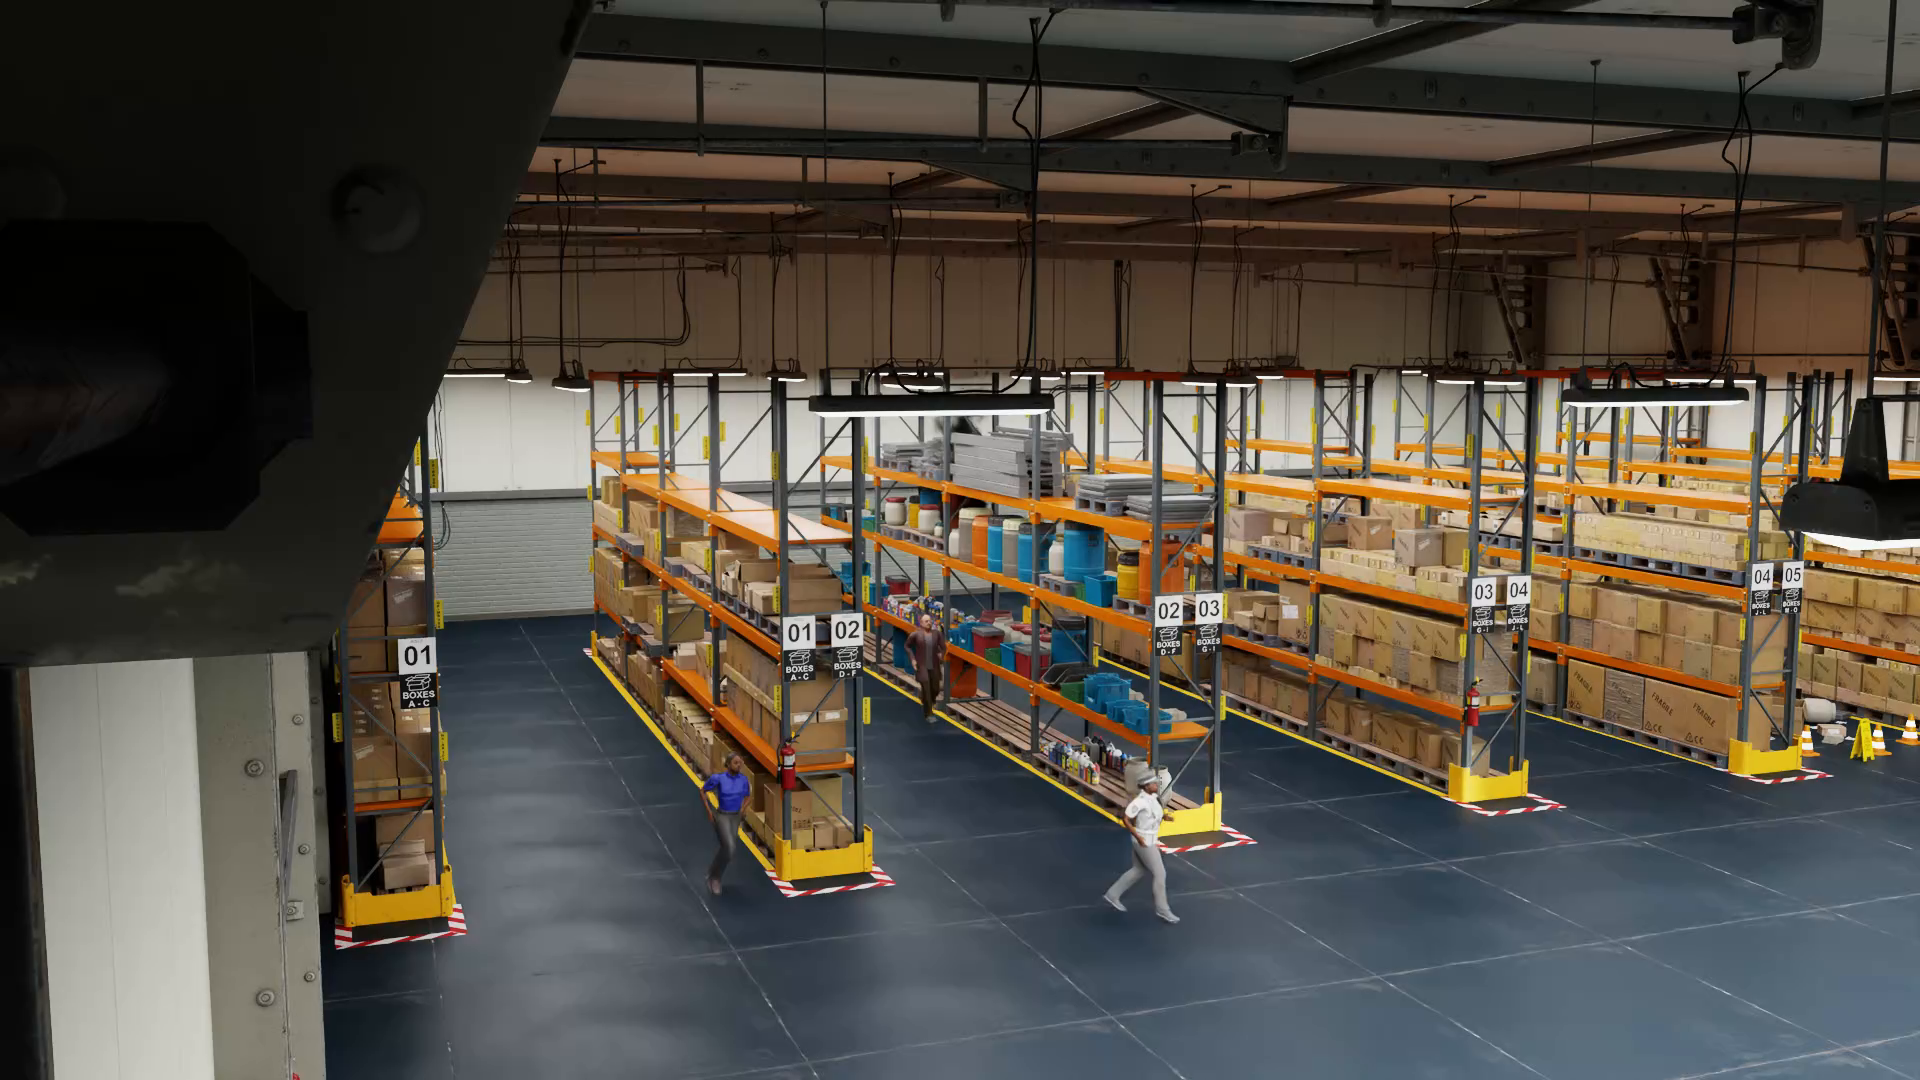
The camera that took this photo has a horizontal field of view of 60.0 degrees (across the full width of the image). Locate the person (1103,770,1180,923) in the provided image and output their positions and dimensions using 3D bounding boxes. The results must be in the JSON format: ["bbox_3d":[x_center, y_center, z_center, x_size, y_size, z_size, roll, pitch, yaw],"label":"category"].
[{"bbox_3d":[2.051,3.413,18.681,0.866,1.726,0.561,1,6,10],"label":"person"}]

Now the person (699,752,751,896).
[{"bbox_3d":[-2.745,3.353,19.678,0.585,1.645,0.621,-6,9,-43],"label":"person"}]

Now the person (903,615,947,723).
[{"bbox_3d":[-0.553,2.109,27.457,0.707,1.764,0.726,-2,7,-19],"label":"person"}]
